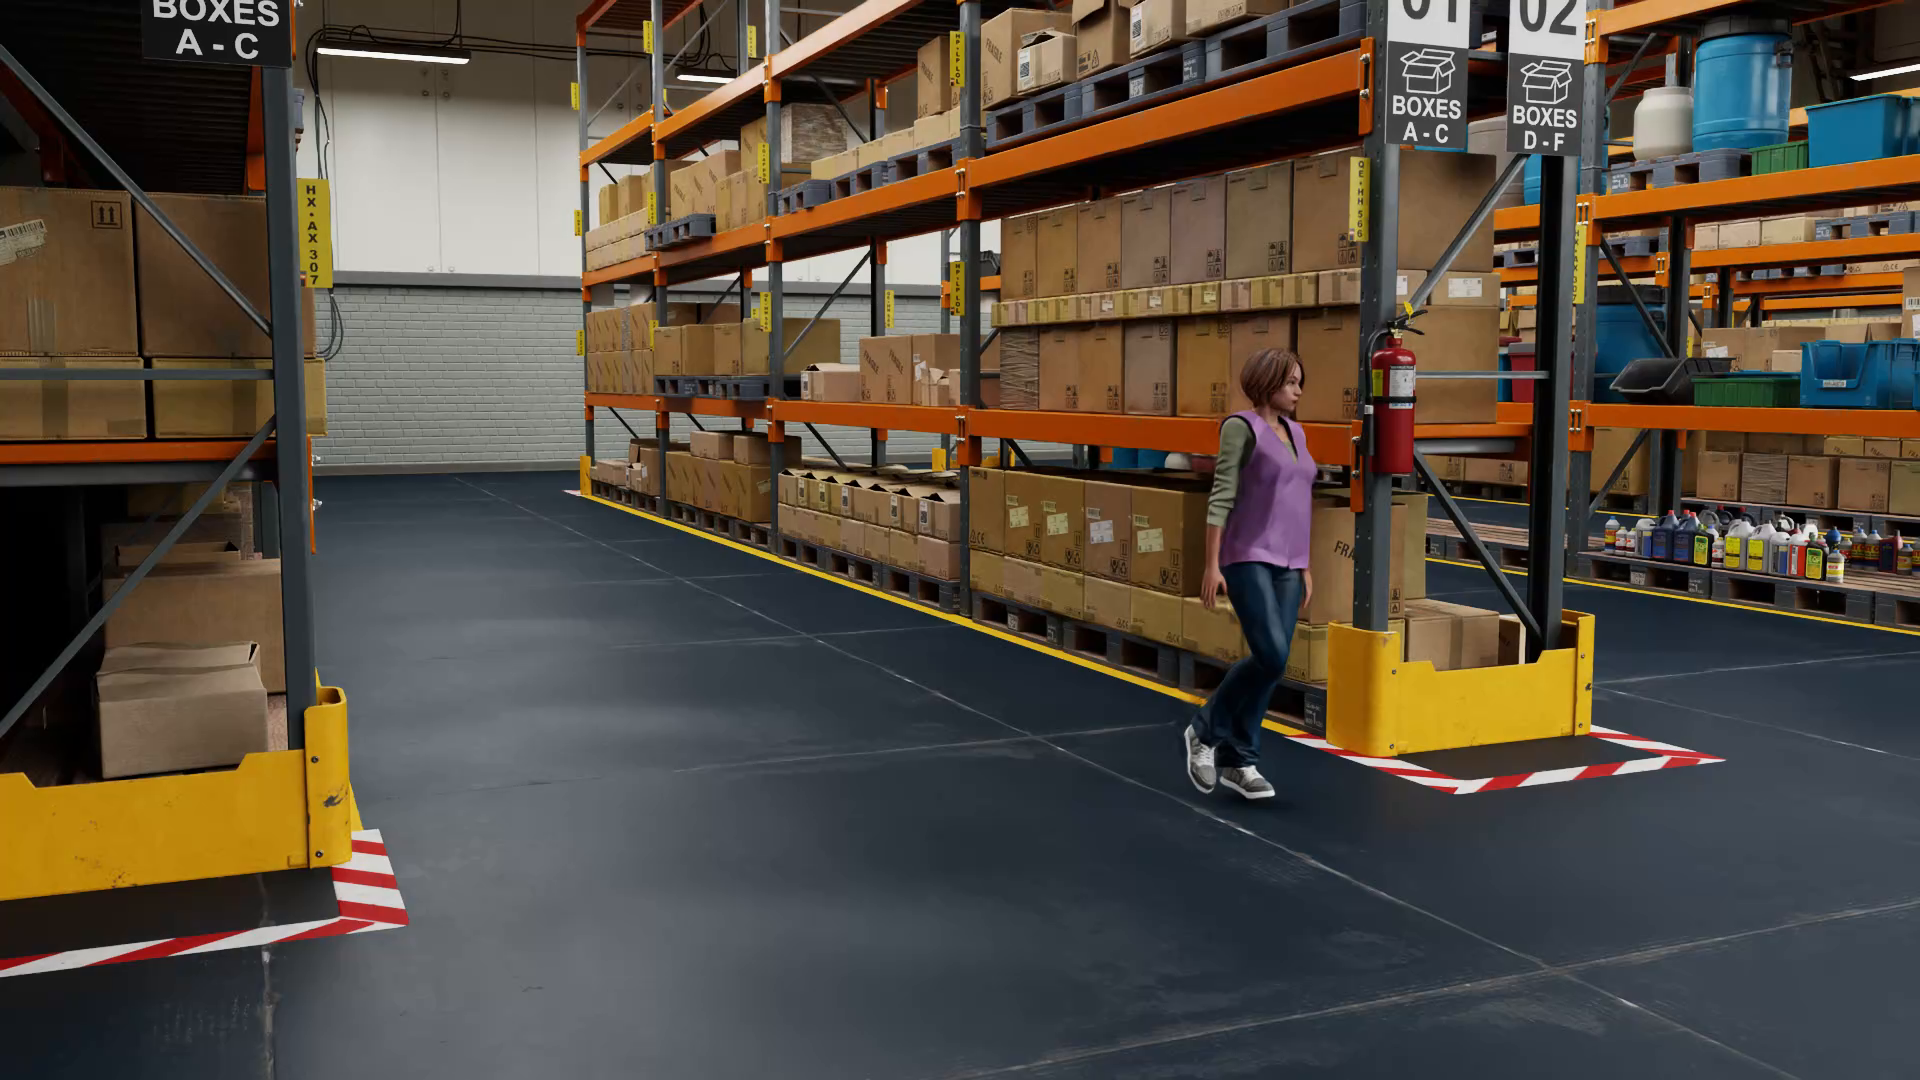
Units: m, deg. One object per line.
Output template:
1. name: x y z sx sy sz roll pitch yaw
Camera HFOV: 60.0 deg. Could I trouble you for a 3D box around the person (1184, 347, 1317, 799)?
1. person: 1.070 0.114 5.861 0.479 1.581 0.411 -4 7 -36
